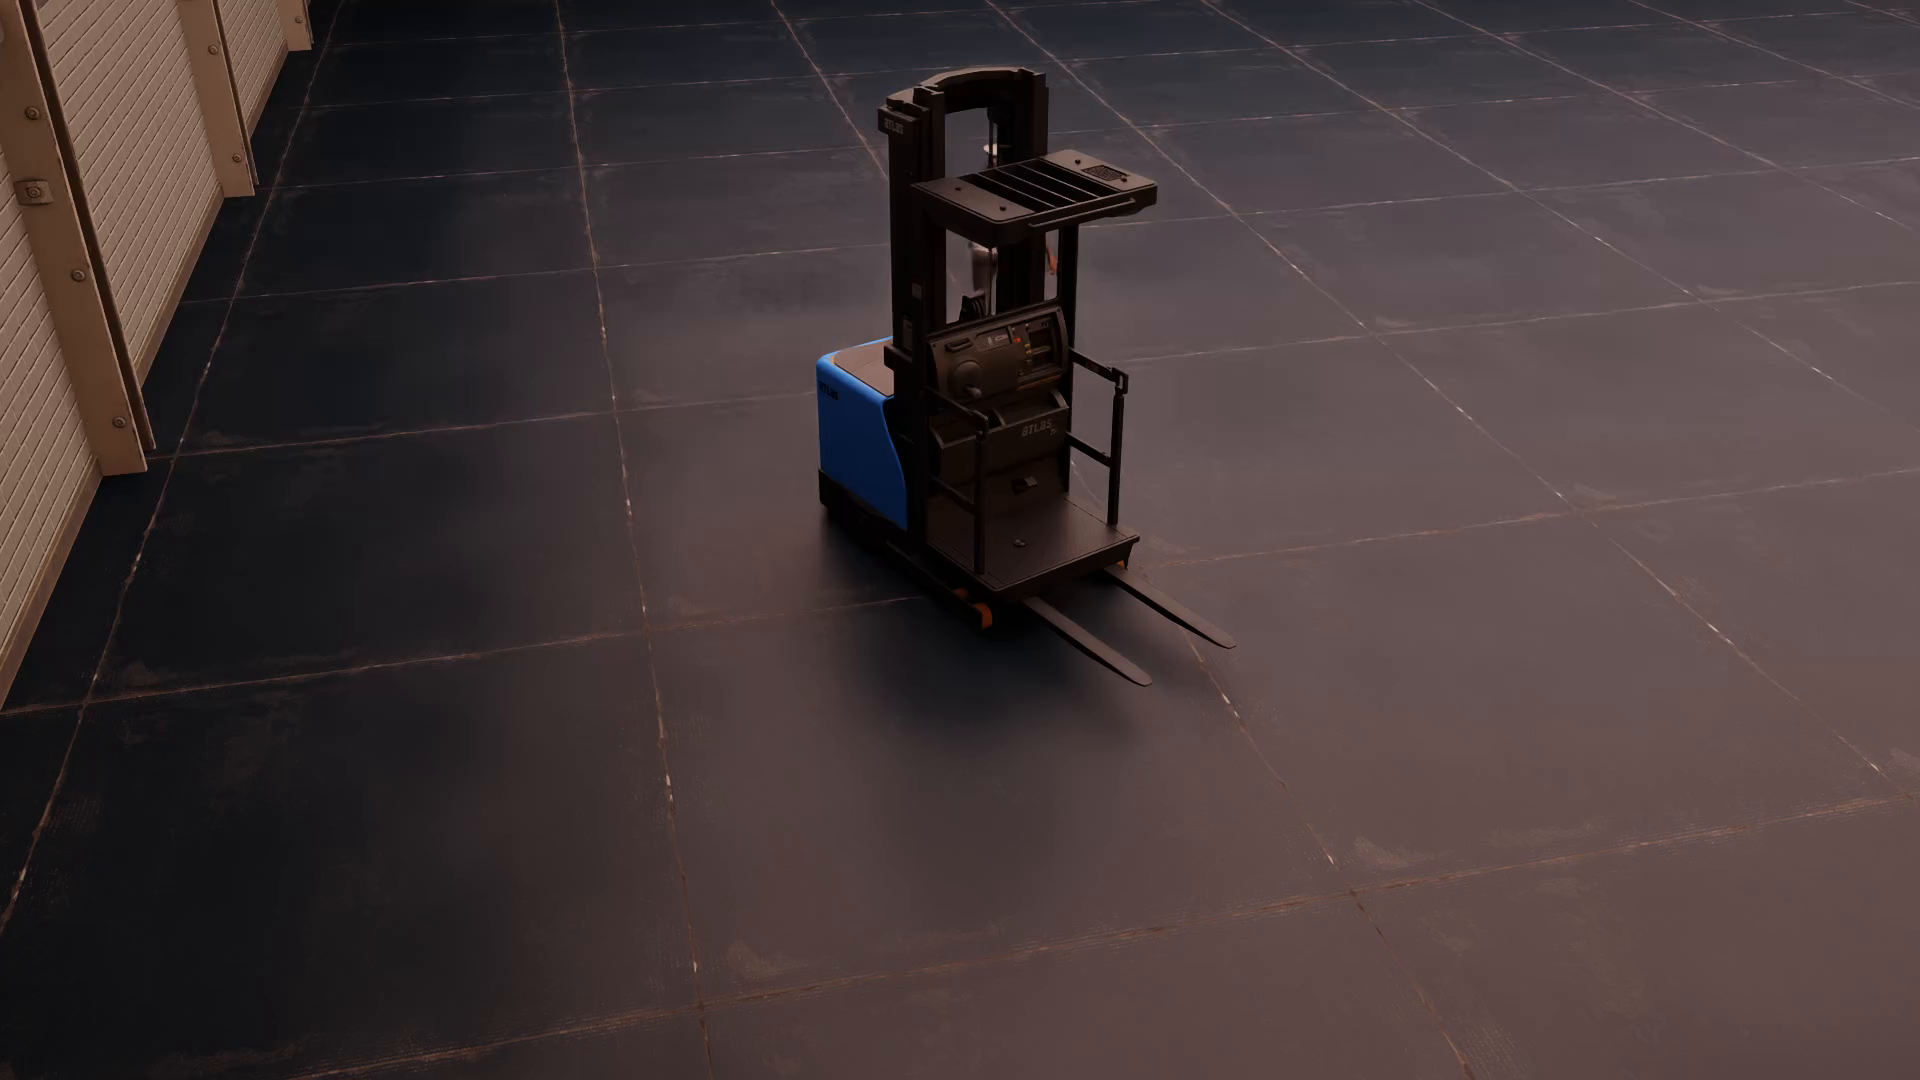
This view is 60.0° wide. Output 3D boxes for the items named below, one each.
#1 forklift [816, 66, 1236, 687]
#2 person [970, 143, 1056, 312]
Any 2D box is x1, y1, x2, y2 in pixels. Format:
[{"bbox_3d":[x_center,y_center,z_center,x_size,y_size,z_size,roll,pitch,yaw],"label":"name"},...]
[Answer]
[{"bbox_3d":[0.355,-1.021,9.338,1.130,2.935,3.031,-20,35,-30],"label":"forklift"},{"bbox_3d":[0.342,-2.221,12.726,0.891,1.640,0.721,8,31,14],"label":"person"}]
